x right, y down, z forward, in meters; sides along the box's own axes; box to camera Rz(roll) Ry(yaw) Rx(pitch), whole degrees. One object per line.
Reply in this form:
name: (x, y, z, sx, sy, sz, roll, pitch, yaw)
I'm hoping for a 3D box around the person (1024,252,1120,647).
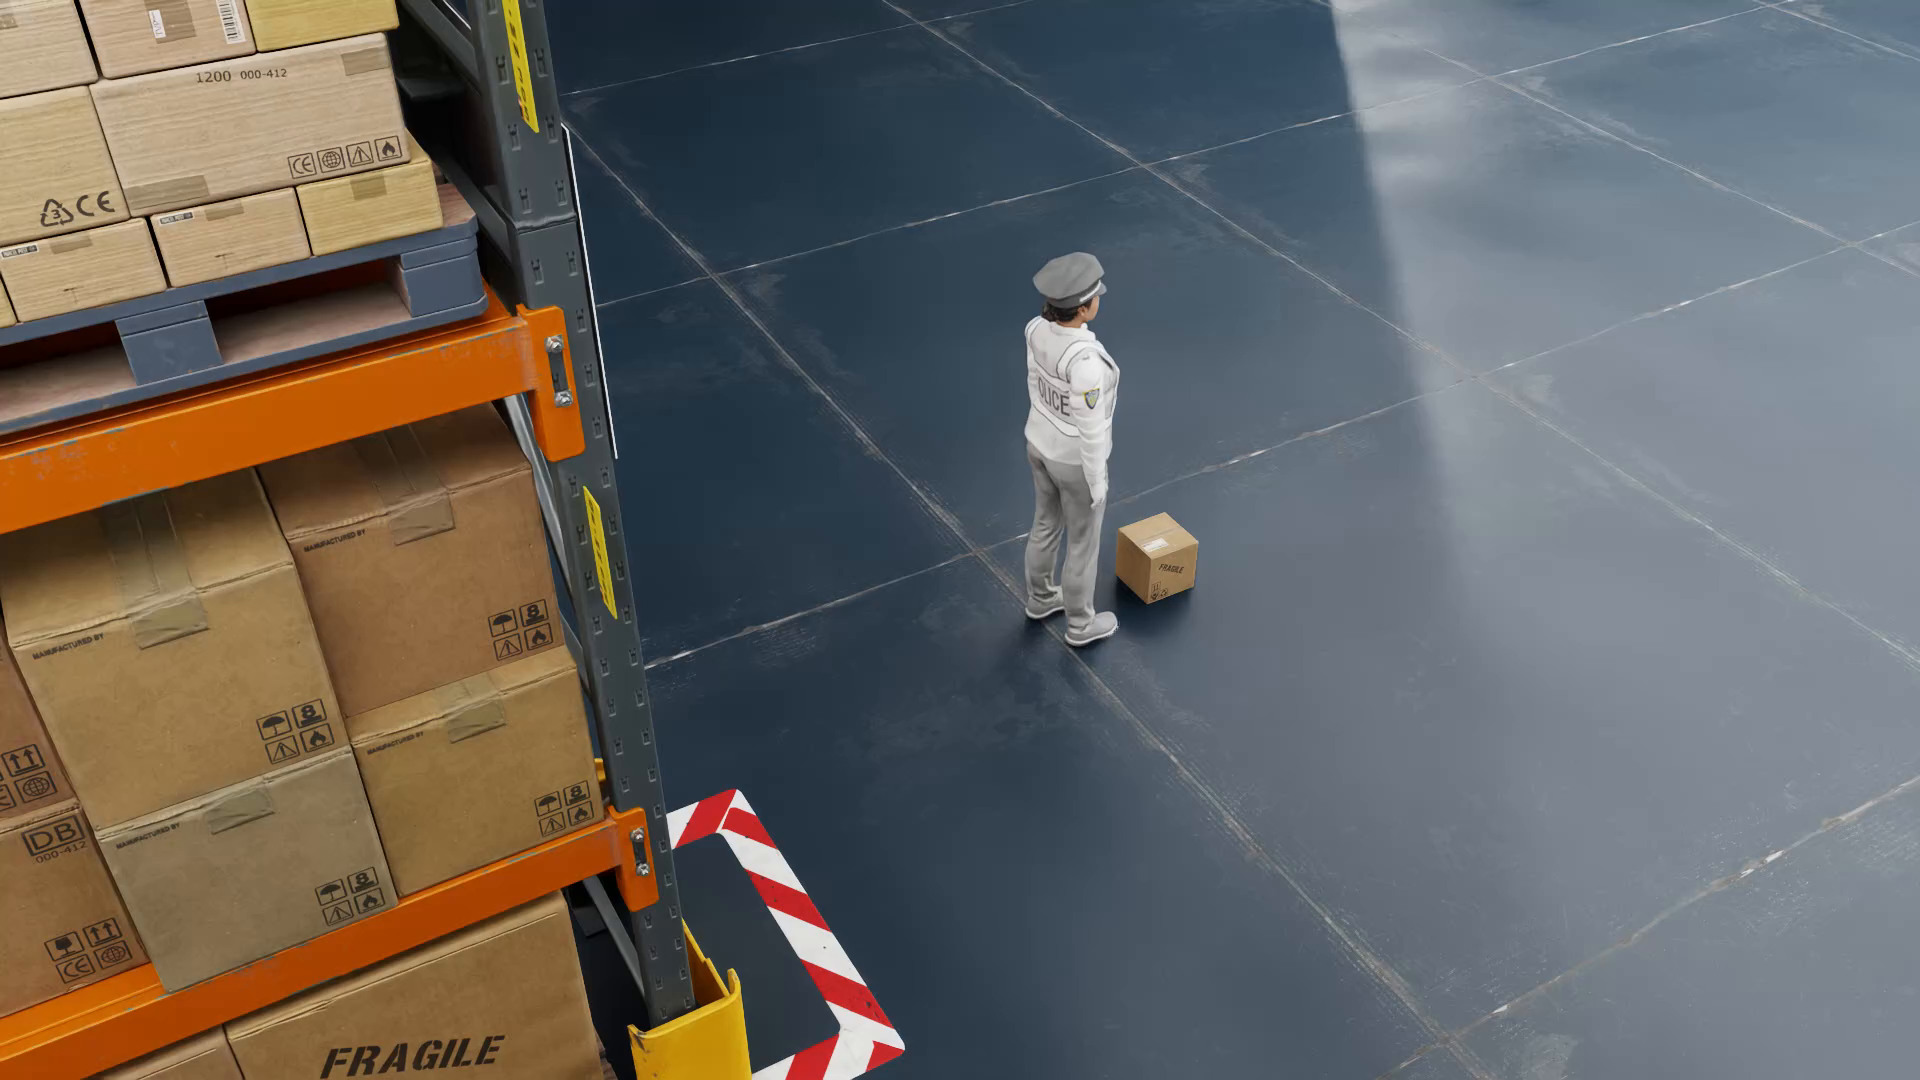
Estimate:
person: (0.441, -0.354, 6.604, 0.352, 1.699, 0.496, -19, 41, -23)
